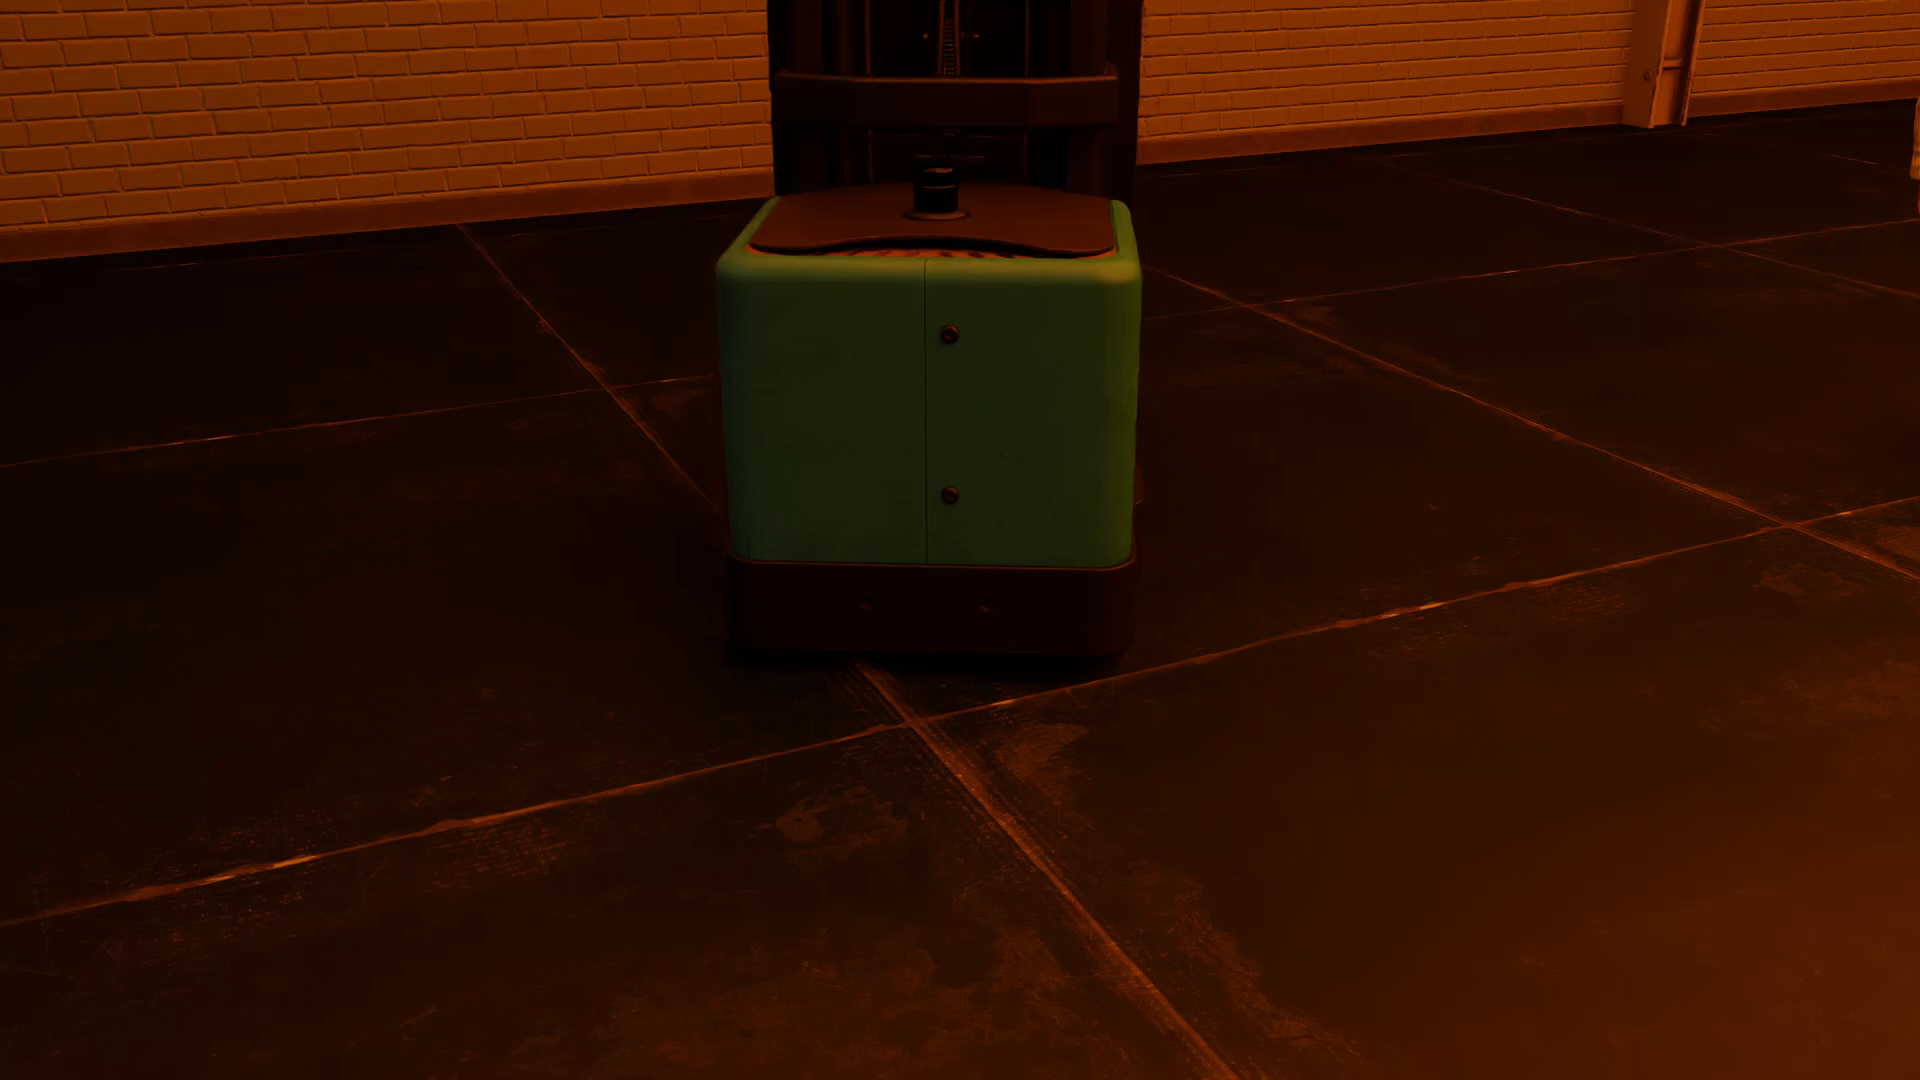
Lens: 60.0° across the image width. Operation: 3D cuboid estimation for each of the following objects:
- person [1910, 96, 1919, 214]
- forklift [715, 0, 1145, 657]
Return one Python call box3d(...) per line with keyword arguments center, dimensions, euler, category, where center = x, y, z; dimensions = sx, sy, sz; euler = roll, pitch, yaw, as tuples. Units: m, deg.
box3d(center=(3.596, -1.184, 5.620), dimensions=(0.581, 1.776, 0.694), euler=(-15, 27, -32), category="person")
box3d(center=(-0.002, -1.580, 5.090), dimensions=(1.130, 2.935, 3.031), euler=(1, 23, 3), category="forklift")
